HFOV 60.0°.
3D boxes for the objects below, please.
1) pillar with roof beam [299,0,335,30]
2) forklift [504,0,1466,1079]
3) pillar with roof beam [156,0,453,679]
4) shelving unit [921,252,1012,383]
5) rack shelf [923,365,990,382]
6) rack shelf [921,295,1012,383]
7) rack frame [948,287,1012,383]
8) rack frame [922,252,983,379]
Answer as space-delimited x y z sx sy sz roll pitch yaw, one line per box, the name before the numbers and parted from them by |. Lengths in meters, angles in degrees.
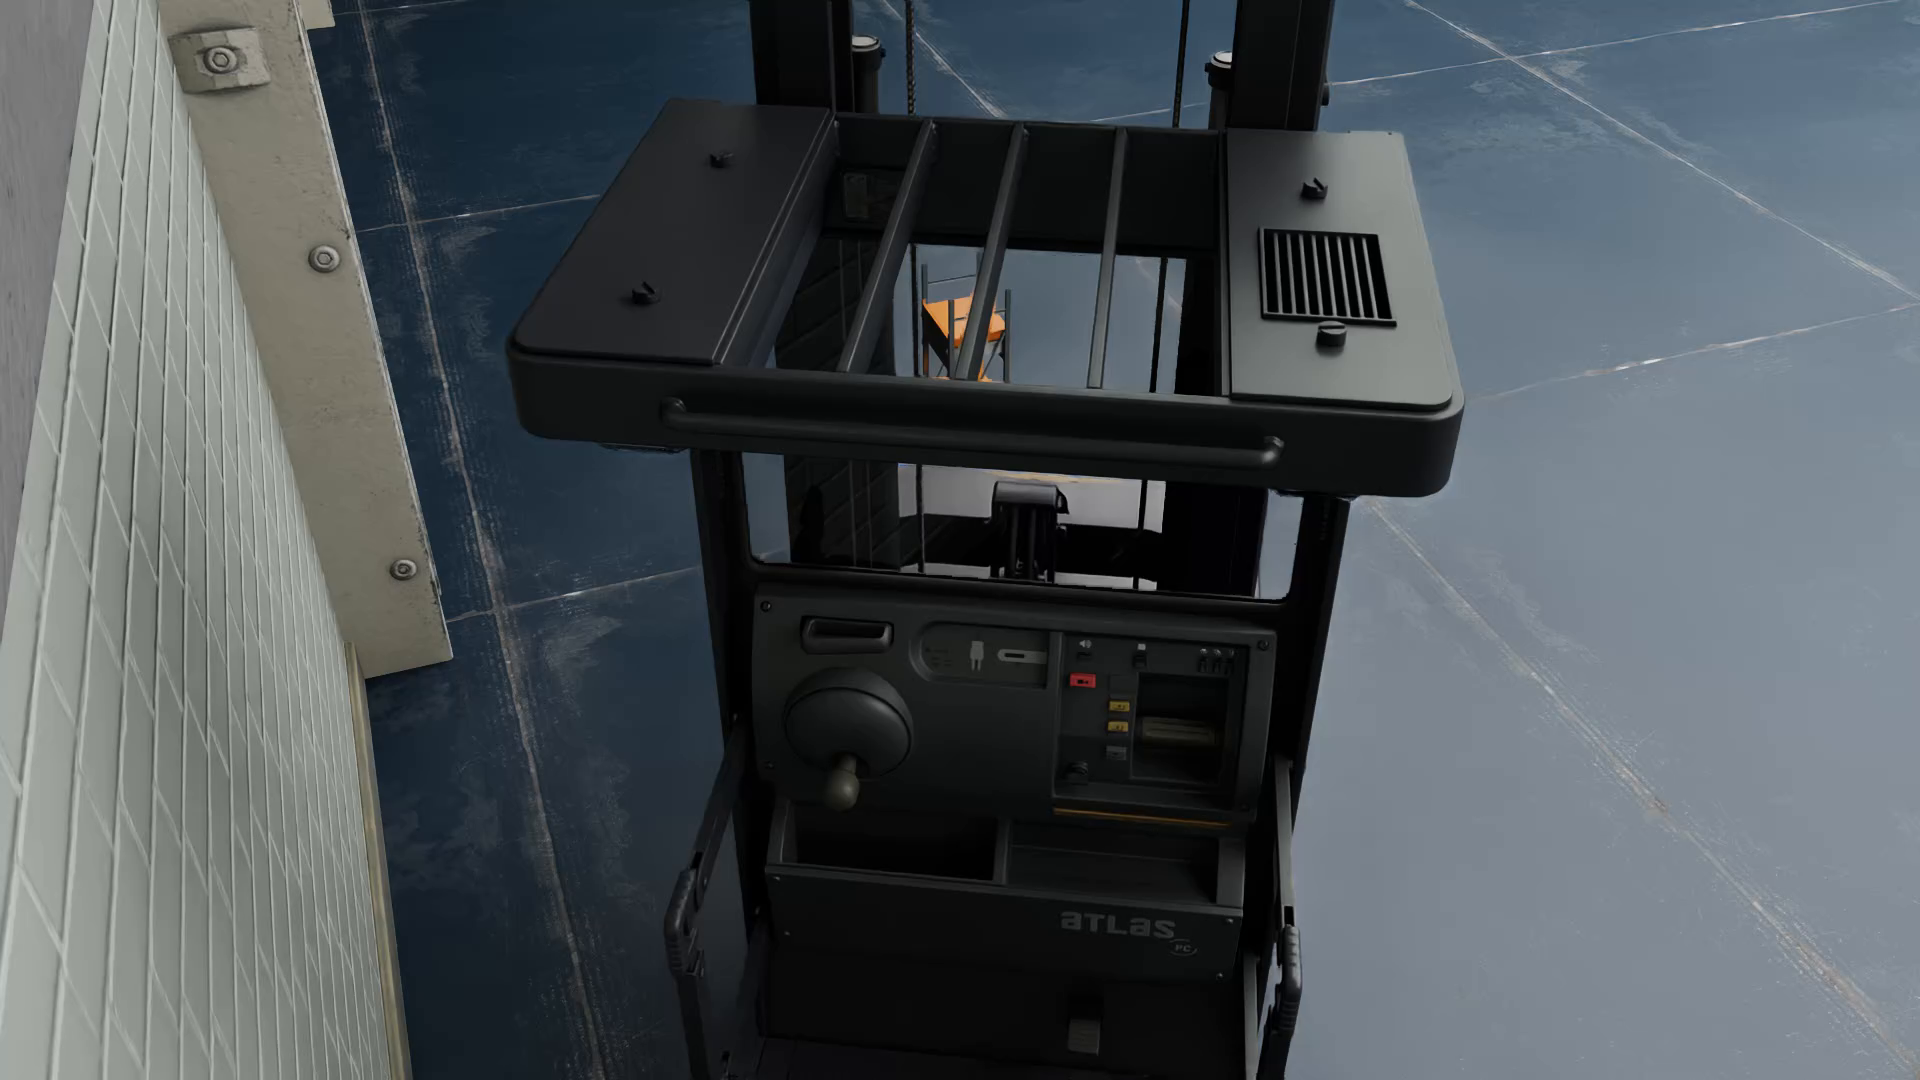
pillar with roof beam | 0.164 -7.580 8.333 9.100 9.000 0.400 -12 39 -16
forklift | 0.064 0.377 2.814 1.130 2.935 3.031 4 37 6
pillar with roof beam | 2.229 -4.190 3.833 9.100 9.000 0.400 -12 39 -16
shelving unit | 0.018 -0.389 5.394 0.215 1.050 0.252 -12 39 -16
rack shelf | 0.018 -0.381 5.400 0.215 0.259 0.240 -12 39 -16
rack shelf | 0.018 -0.607 5.230 0.215 0.259 0.240 -12 39 -16
rack frame | 0.060 -0.320 5.303 0.200 1.050 0.008 -12 39 -16
rack frame | -0.024 -0.458 5.486 0.200 1.050 0.008 -12 39 -16
